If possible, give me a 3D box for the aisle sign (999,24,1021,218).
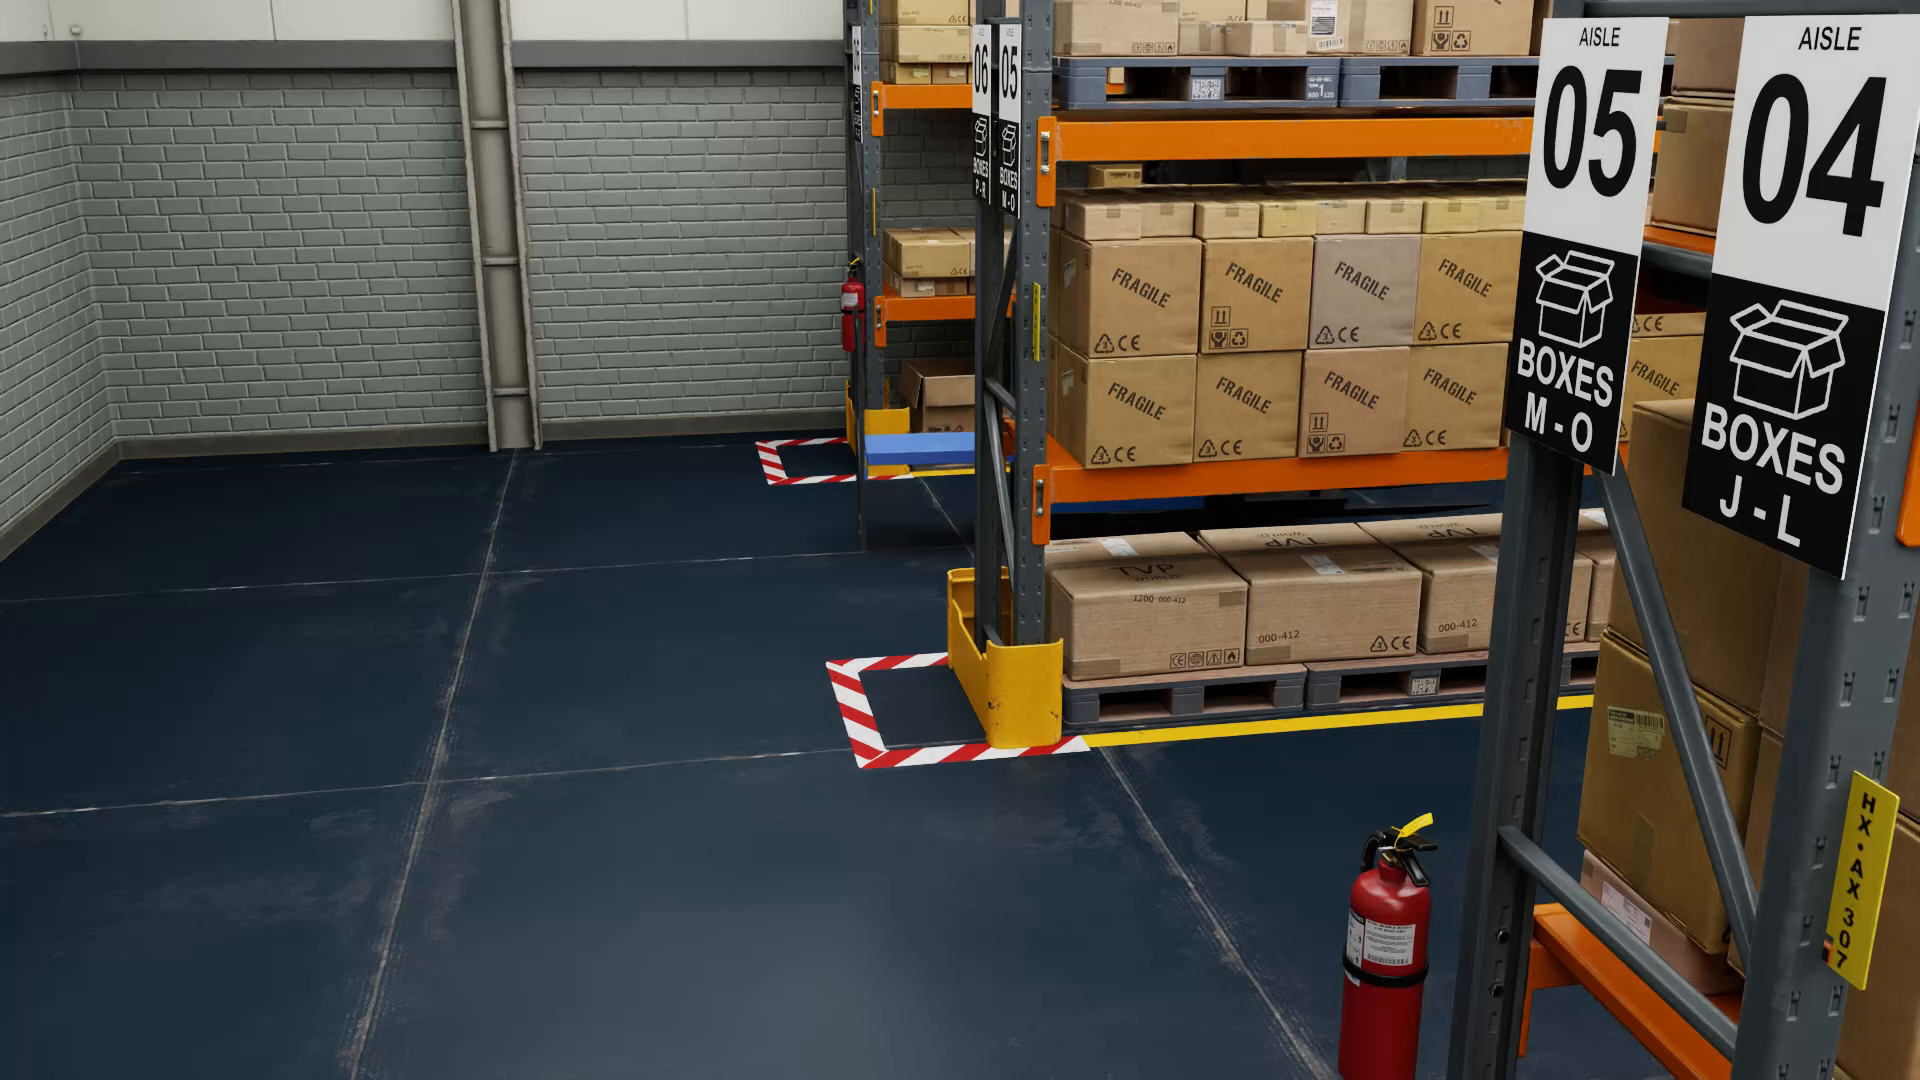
[{"bbox_3d":[0.213,-1.800,7.134,0.004,0.787,0.394,-3,17,-10],"label":"aisle sign"}]

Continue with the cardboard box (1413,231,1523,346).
[{"bbox_3d":[2.253,-1.205,7.752,0.500,0.500,0.500,-3,17,-10],"label":"cardboard box"}]

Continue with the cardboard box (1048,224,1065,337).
[{"bbox_3d":[0.656,-1.266,7.951,0.500,0.500,0.500,-3,17,-9],"label":"cardboard box"}]

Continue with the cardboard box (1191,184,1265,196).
[{"bbox_3d":[1.280,-1.620,7.999,0.250,0.149,0.380,-3,17,-9],"label":"cardboard box"}]

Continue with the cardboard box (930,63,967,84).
[{"bbox_3d":[-0.108,-3.362,11.967,0.250,0.149,0.380,-3,17,-9],"label":"cardboard box"}]

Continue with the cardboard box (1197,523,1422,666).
[{"bbox_3d":[1.754,0.261,8.503,0.875,0.438,0.875,-3,17,-9],"label":"cardboard box"}]

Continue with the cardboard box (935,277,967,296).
[{"bbox_3d":[-0.101,-1.922,12.388,0.250,0.149,0.380,-3,17,-9],"label":"cardboard box"}]

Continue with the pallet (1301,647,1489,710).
[{"bbox_3d":[2.194,0.555,8.647,1.213,0.211,1.003,-3,17,-10],"label":"pallet"}]

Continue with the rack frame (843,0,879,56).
[{"bbox_3d":[-0.717,-4.943,11.578,0.127,3.000,1.000,-3,17,-10],"label":"rack frame"}]

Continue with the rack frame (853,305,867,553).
[{"bbox_3d":[-0.636,-0.707,10.558,0.032,1.500,0.500,-2,17,-6],"label":"rack frame"}]

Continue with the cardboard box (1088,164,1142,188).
[{"bbox_3d":[1.252,-2.535,12.429,0.500,0.500,0.500,-3,17,-9],"label":"cardboard box"}]

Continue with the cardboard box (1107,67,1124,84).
[{"bbox_3d":[1.164,-3.397,12.082,0.250,0.149,0.380,-3,17,-10],"label":"cardboard box"}]

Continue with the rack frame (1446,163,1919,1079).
[{"bbox_3d":[1.266,0.777,3.174,0.127,3.000,1.000,-3,17,-10],"label":"rack frame"}]

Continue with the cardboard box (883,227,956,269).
[{"bbox_3d":[-0.316,-2.248,12.770,0.500,0.250,0.500,-3,17,-9],"label":"cardboard box"}]

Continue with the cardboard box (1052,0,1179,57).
[{"bbox_3d":[0.653,-2.306,7.473,0.500,0.250,0.500,-5,18,-16],"label":"cardboard box"}]

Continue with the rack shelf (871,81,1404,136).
[{"bbox_3d":[1.247,-3.277,12.487,4.000,0.370,1.077,-3,17,-10],"label":"rack shelf"}]

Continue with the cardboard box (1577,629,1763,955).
[{"bbox_3d":[1.659,0.488,3.438,0.500,0.500,0.500,-3,17,-9],"label":"cardboard box"}]

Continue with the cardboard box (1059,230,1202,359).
[{"bbox_3d":[0.753,-1.115,7.459,0.500,0.500,0.500,-4,17,-12],"label":"cardboard box"}]

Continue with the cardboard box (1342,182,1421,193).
[{"bbox_3d":[2.046,-1.654,8.110,0.250,0.149,0.380,-3,17,-9],"label":"cardboard box"}]

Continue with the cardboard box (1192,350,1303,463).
[{"bbox_3d":[1.245,-0.672,7.722,0.500,0.500,0.500,-3,17,-11],"label":"cardboard box"}]

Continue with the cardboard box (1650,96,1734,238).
[{"bbox_3d":[1.663,-0.687,3.086,0.500,0.250,0.500,-4,17,-12],"label":"cardboard box"}]

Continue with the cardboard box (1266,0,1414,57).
[{"bbox_3d":[1.707,-2.353,7.522,0.500,0.311,0.500,-3,17,-9],"label":"cardboard box"}]

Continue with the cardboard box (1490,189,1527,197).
[{"bbox_3d":[2.646,-1.541,7.743,0.250,0.149,0.380,-4,17,-12],"label":"cardboard box"}]

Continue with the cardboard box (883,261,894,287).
[{"bbox_3d":[-0.443,-2.051,12.808,0.250,0.149,0.380,-3,17,-11],"label":"cardboard box"}]

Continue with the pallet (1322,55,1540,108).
[{"bbox_3d":[2.155,-2.149,7.743,1.213,0.211,1.003,-3,17,-10],"label":"pallet"}]

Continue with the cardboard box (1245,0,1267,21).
[{"bbox_3d":[2.264,-3.913,12.231,0.500,0.250,0.500,-4,17,-11],"label":"cardboard box"}]

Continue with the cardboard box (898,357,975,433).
[{"bbox_3d":[-0.099,-1.089,12.786,0.637,0.503,0.797,-4,18,-13],"label":"cardboard box"}]

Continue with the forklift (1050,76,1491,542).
[{"bbox_3d":[1.913,-1.467,10.596,3.031,2.935,1.130,-2,17,-6],"label":"forklift"}]

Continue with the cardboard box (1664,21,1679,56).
[{"bbox_3d":[3.330,-2.287,7.583,0.250,0.149,0.380,-3,17,-9],"label":"cardboard box"}]

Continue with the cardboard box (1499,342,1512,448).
[{"bbox_3d":[2.754,-0.753,7.984,0.500,0.500,0.500,-4,17,-11],"label":"cardboard box"}]

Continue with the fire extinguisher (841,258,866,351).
[{"bbox_3d":[-0.774,-1.719,12.065,0.183,0.674,0.296,-3,17,-10],"label":"fire extinguisher"}]

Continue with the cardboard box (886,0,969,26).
[{"bbox_3d":[-0.234,-3.771,11.769,0.500,0.250,0.500,-3,17,-11],"label":"cardboard box"}]

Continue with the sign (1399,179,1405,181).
[{"bbox_3d":[3.321,-2.556,12.550,0.005,0.325,0.100,-3,17,-10],"label":"sign"}]

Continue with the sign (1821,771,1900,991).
[{"bbox_3d":[1.370,0.519,2.537,0.005,0.325,0.100,-3,17,-10],"label":"sign"}]

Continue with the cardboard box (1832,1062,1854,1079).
[{"bbox_3d":[1.647,0.973,2.962,0.250,0.149,0.380,-3,17,-11],"label":"cardboard box"}]

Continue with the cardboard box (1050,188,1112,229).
[{"bbox_3d":[0.543,-1.558,7.798,0.250,0.149,0.380,-3,17,-10],"label":"cardboard box"}]

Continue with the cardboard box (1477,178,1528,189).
[{"bbox_3d":[2.783,-1.712,8.300,0.250,0.149,0.380,-4,17,-12],"label":"cardboard box"}]

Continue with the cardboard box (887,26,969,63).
[{"bbox_3d":[-0.230,-3.525,11.821,0.500,0.250,0.500,-3,17,-11],"label":"cardboard box"}]

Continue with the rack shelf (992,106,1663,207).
[{"bbox_3d":[2.192,-1.846,7.829,4.000,0.370,1.077,-3,17,-10],"label":"rack shelf"}]

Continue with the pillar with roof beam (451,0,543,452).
[{"bbox_3d":[-2.719,-3.812,7.895,0.400,9.000,9.100,-3,17,-10],"label":"pillar with roof beam"}]

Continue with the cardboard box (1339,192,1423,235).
[{"bbox_3d":[1.906,-1.488,7.570,0.250,0.149,0.380,-3,17,-10],"label":"cardboard box"}]

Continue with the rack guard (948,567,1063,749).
[{"bbox_3d":[0.205,0.552,8.164,0.348,0.500,1.175,-3,17,-10],"label":"rack guard"}]

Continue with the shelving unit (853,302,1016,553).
[{"bbox_3d":[-0.131,-0.724,10.615,1.048,1.500,0.538,-2,17,-6],"label":"shelving unit"}]

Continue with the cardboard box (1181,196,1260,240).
[{"bbox_3d":[1.150,-1.437,7.403,0.250,0.149,0.380,-3,17,-9],"label":"cardboard box"}]
